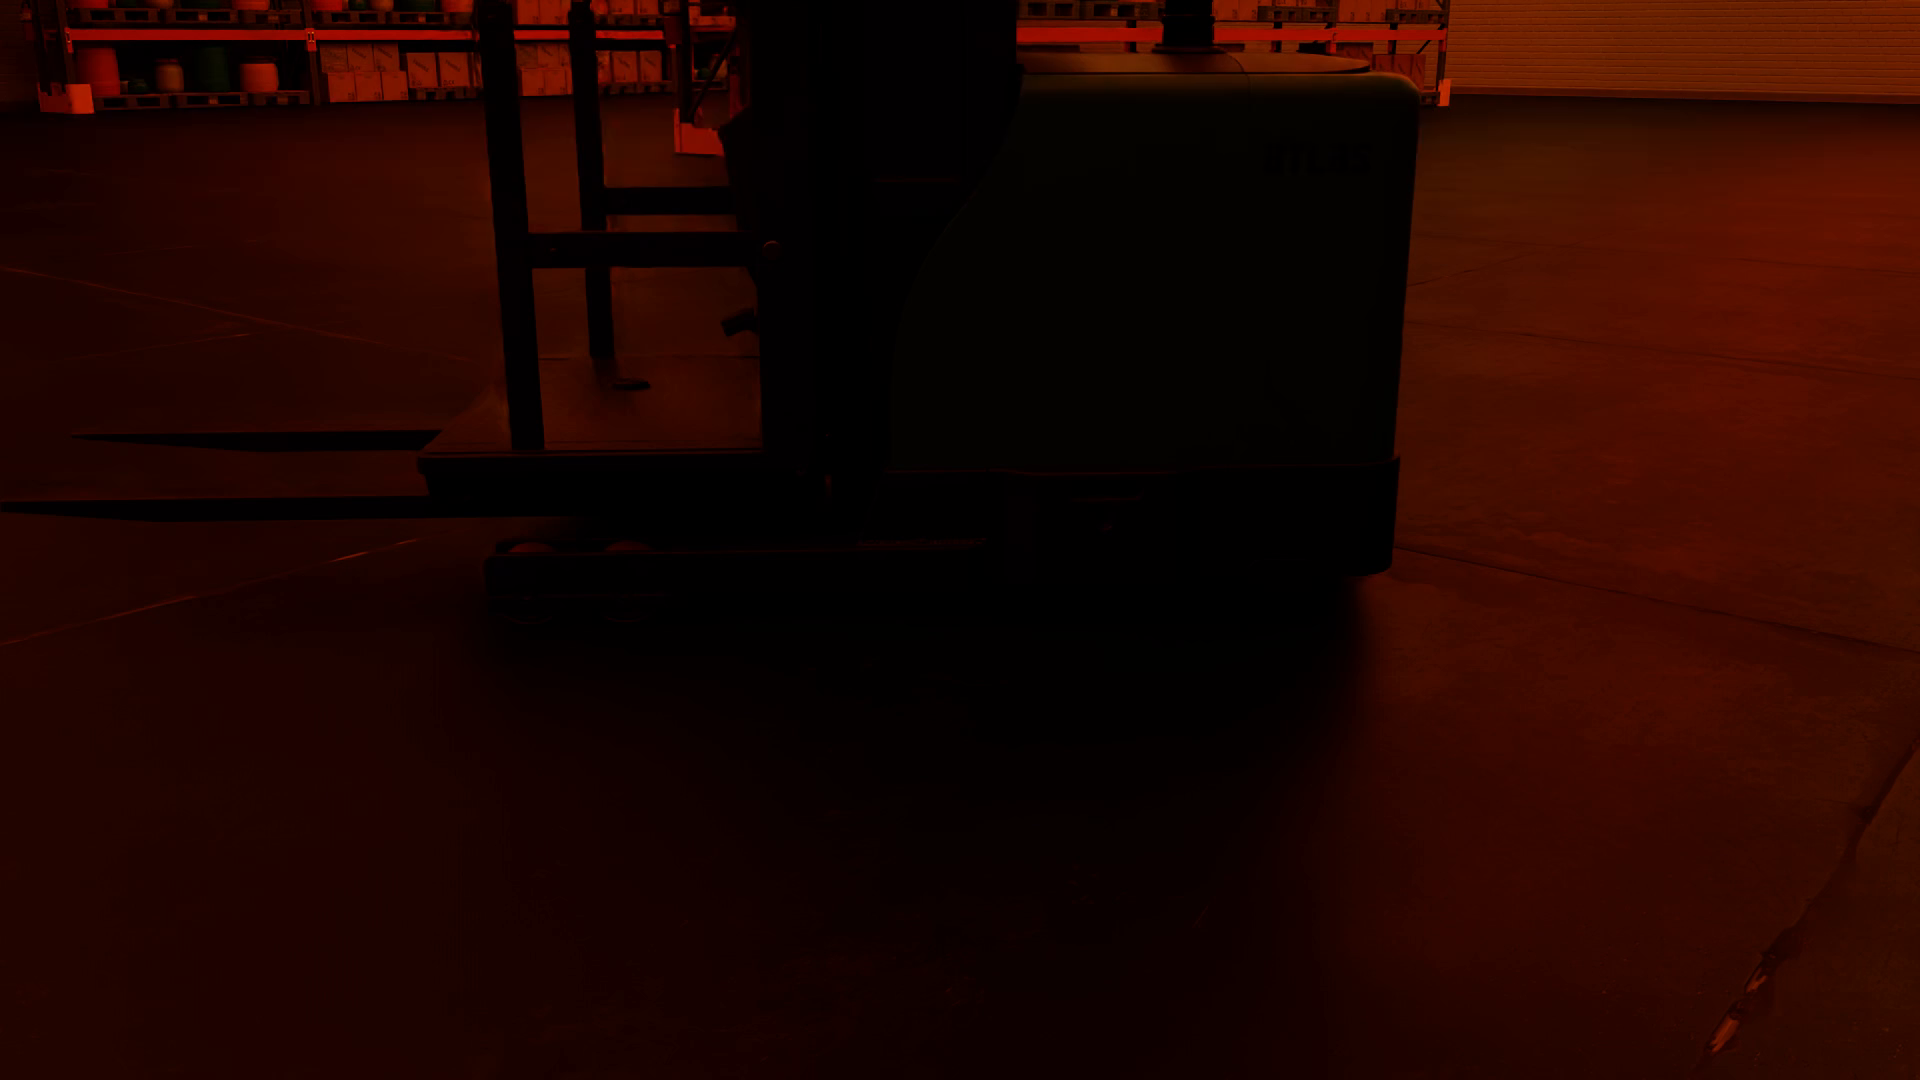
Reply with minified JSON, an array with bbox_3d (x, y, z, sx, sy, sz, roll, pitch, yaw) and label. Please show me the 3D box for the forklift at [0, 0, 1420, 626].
[{"bbox_3d":[-0.620,-1.387,3.465,3.031,2.935,1.130,-1,17,-3],"label":"forklift"}]
